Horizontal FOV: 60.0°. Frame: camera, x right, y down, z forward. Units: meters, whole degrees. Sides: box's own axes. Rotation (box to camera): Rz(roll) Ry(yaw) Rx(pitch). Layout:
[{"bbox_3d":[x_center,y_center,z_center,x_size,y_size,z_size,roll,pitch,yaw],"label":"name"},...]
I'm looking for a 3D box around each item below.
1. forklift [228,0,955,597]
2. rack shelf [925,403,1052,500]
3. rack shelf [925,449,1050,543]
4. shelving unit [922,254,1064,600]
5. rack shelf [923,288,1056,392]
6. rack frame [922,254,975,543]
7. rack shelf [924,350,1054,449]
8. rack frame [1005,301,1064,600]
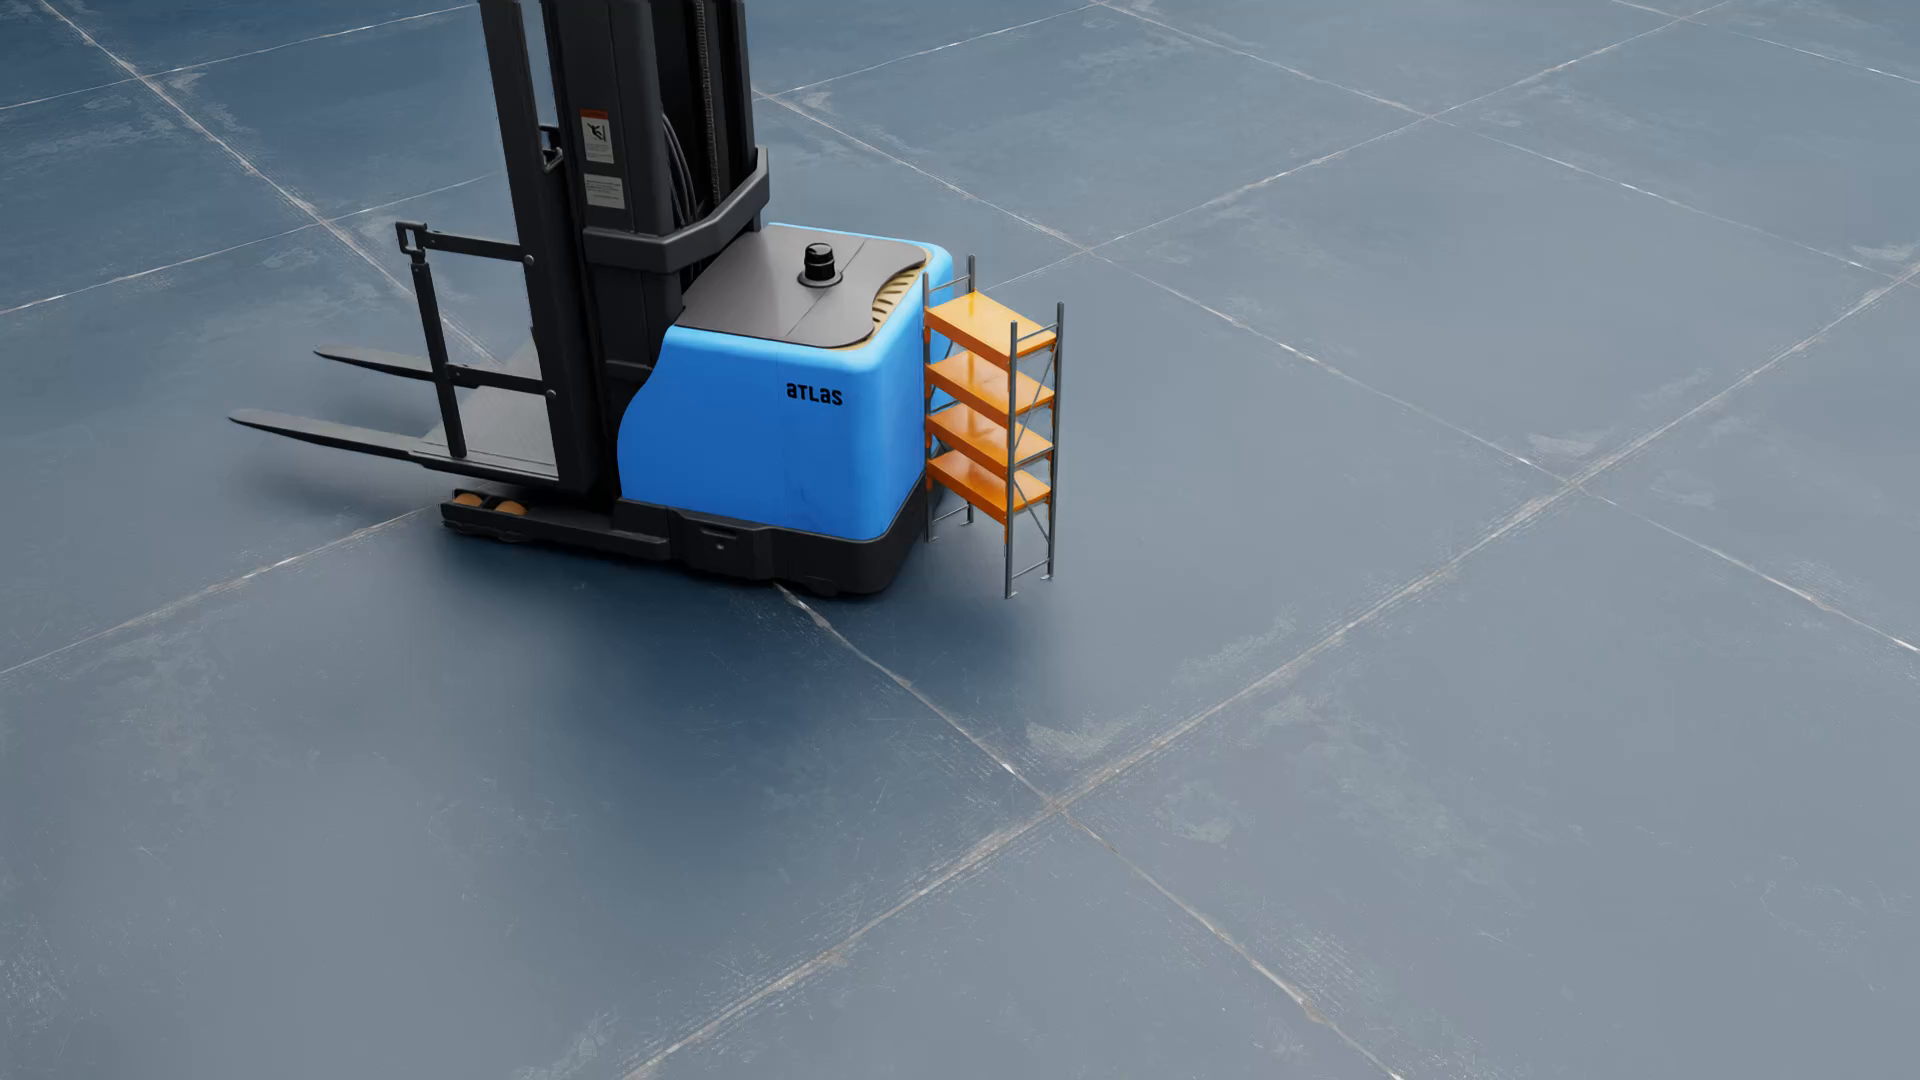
[{"bbox_3d":[-1.589,-1.465,6.282,3.031,2.935,1.130,10,37,14],"label":"forklift"},{"bbox_3d":[0.115,-0.360,6.337,0.258,0.148,0.480,-26,43,-31],"label":"rack shelf"},{"bbox_3d":[0.115,-0.198,6.452,0.258,0.148,0.480,-26,43,-31],"label":"rack shelf"},{"bbox_3d":[0.115,-0.415,6.298,0.258,1.200,0.503,-26,43,-31],"label":"shelving unit"},{"bbox_3d":[0.115,-0.736,6.071,0.258,0.148,0.480,-26,43,-31],"label":"rack shelf"},{"bbox_3d":[-0.041,-0.524,6.452,0.240,1.200,0.015,-26,43,-31],"label":"rack frame"},{"bbox_3d":[0.115,-0.543,6.208,0.258,0.148,0.480,-26,43,-31],"label":"rack shelf"},{"bbox_3d":[0.271,-0.307,6.145,0.240,1.200,0.015,-26,43,-31],"label":"rack frame"}]
